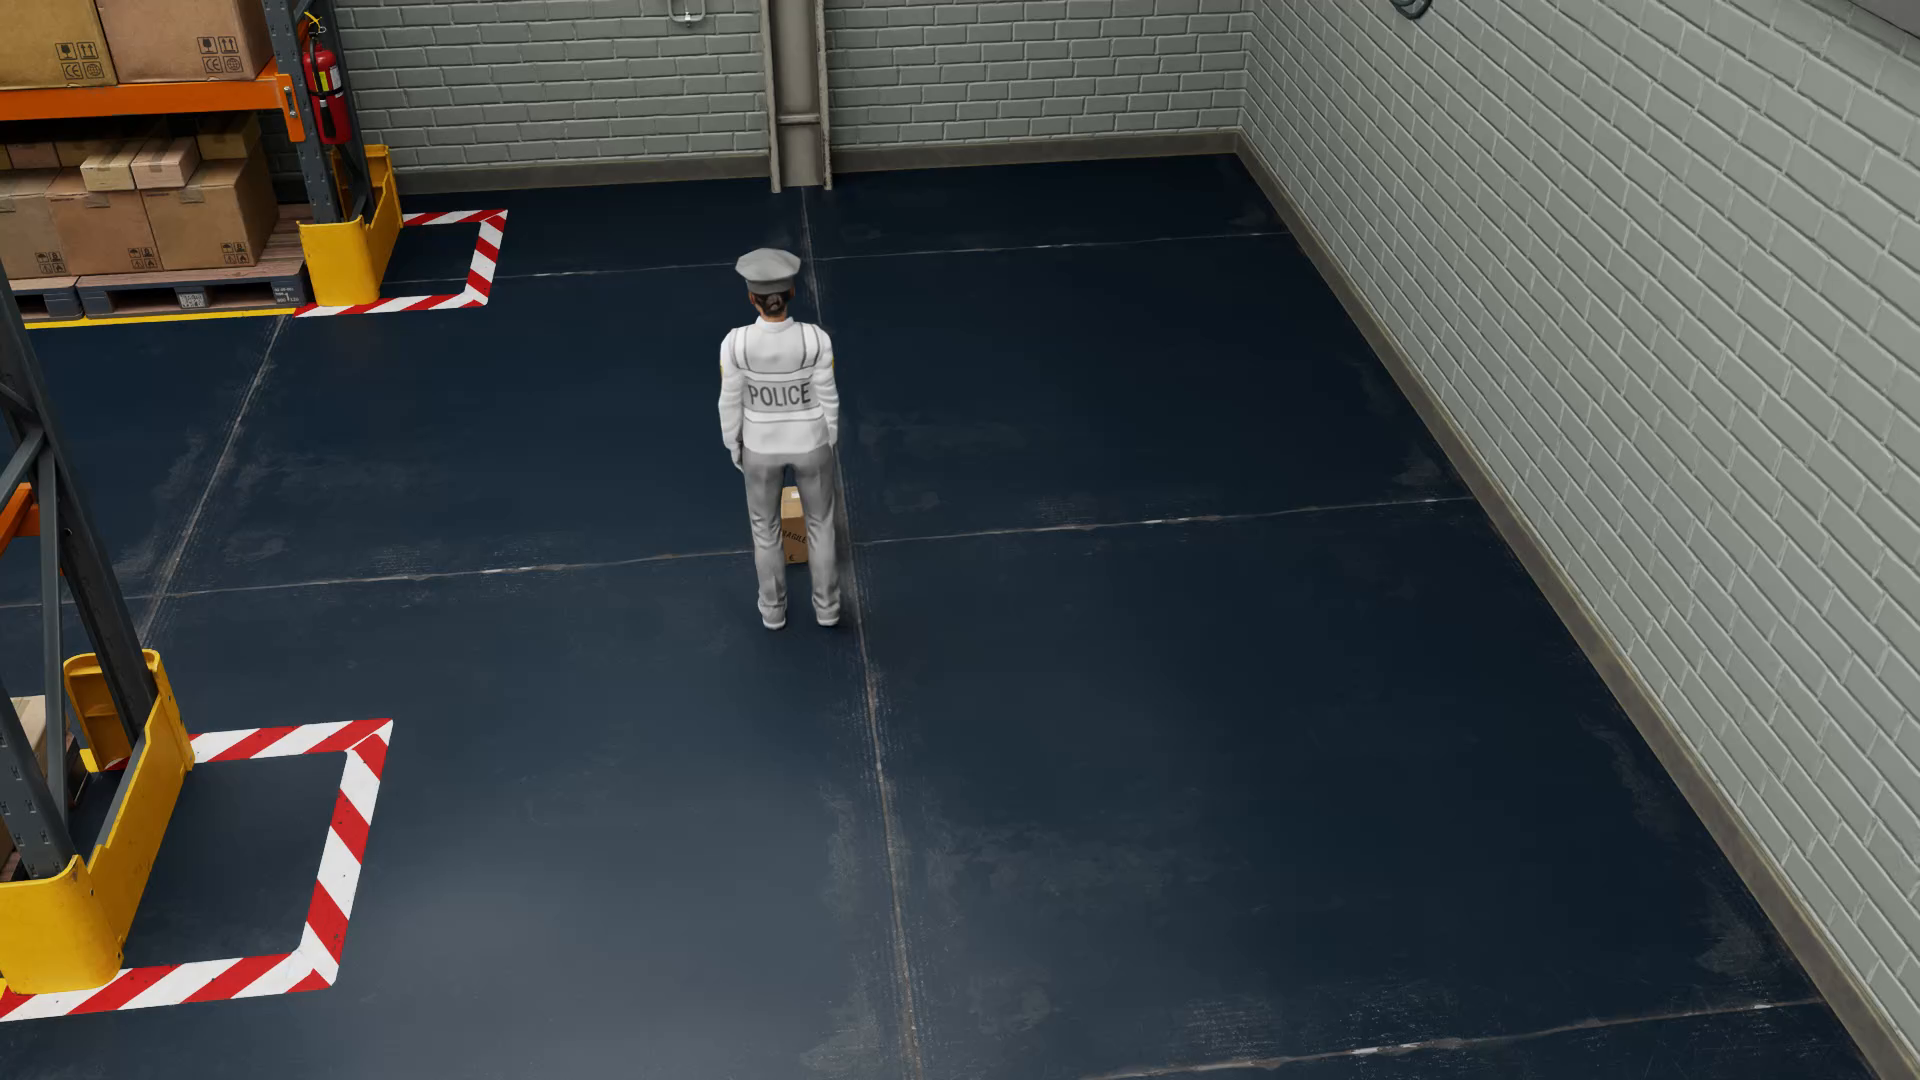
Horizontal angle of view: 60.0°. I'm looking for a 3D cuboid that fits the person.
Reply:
[{"bbox_3d":[-0.715,-0.370,6.684,0.470,1.668,0.327,-4,35,-5],"label":"person"}]
